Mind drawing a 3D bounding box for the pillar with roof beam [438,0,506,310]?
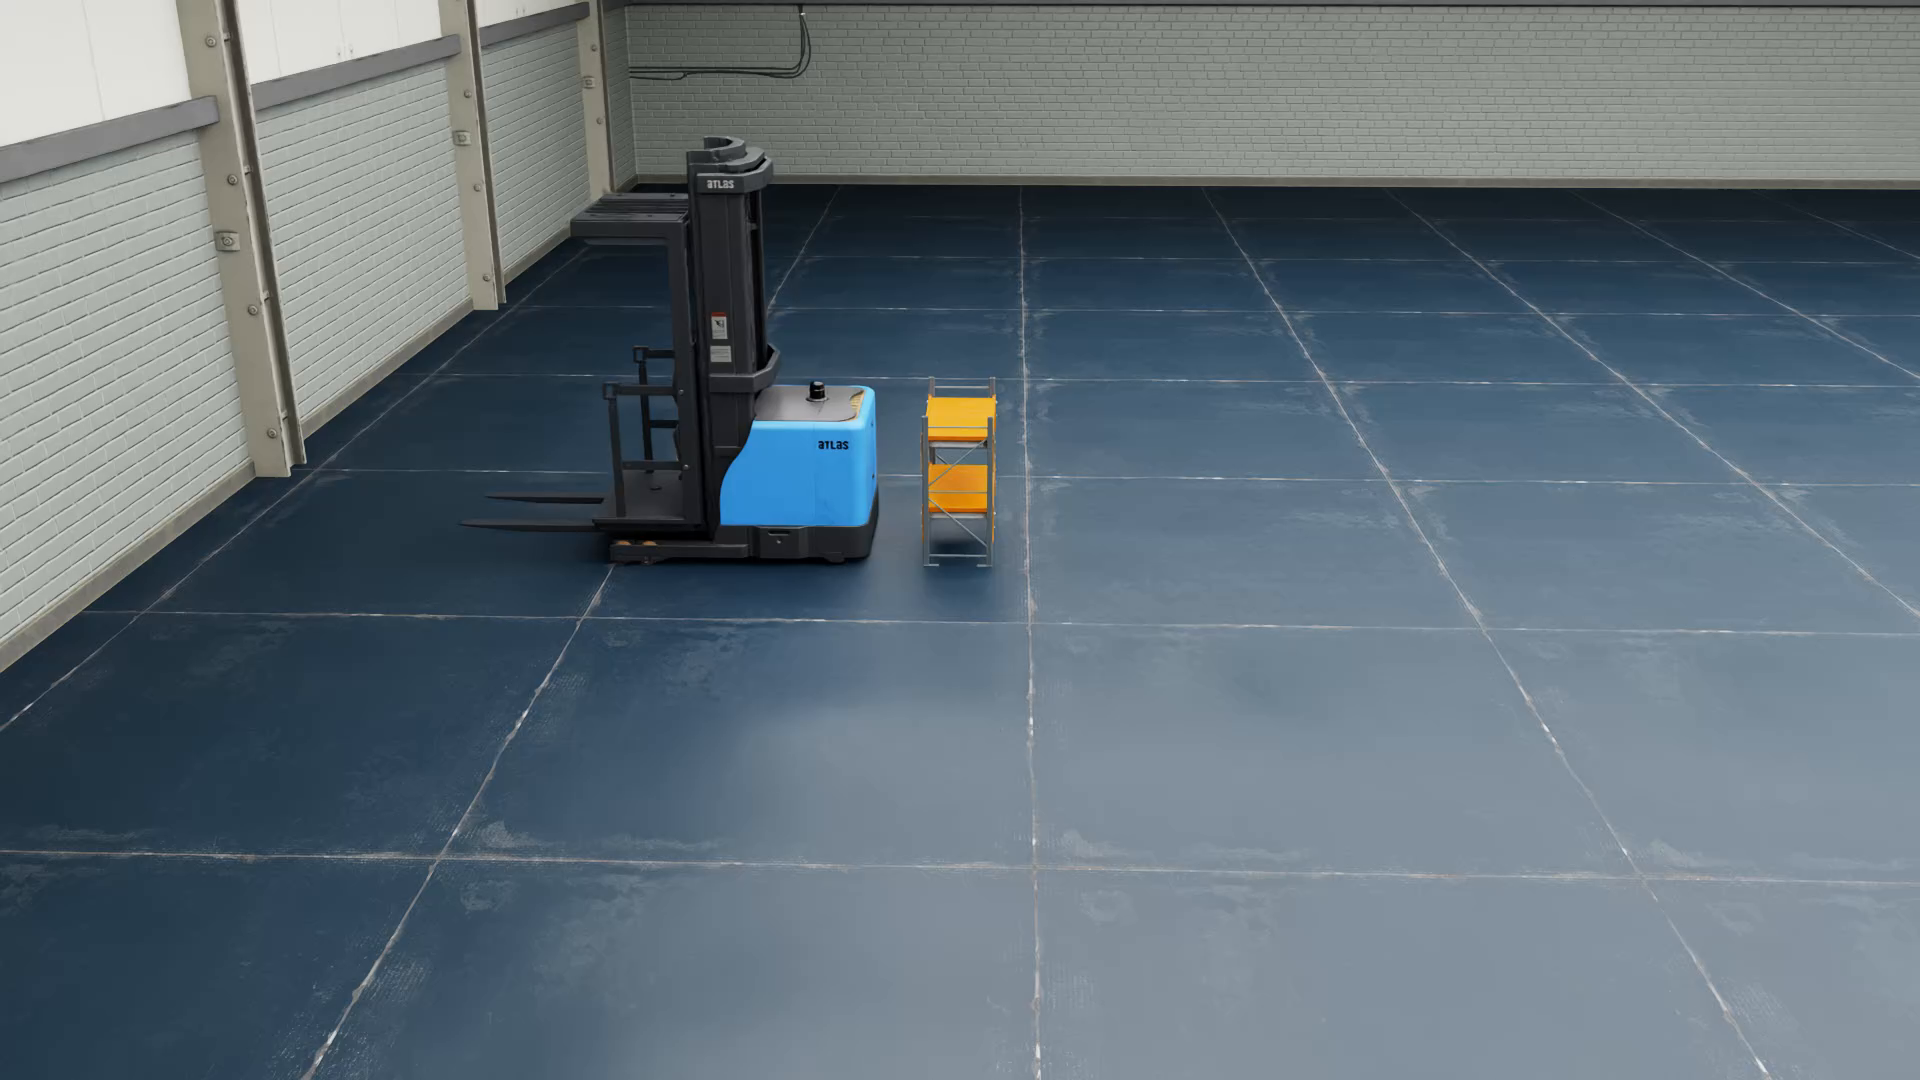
[{"bbox_3d":[-1.271,-6.916,17.914,9.100,9.000,0.400,1,21,2],"label":"pillar with roof beam"}]

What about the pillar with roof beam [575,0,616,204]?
[{"bbox_3d":[-1.089,-9.086,23.505,9.100,9.000,0.400,1,21,2],"label":"pillar with roof beam"}]

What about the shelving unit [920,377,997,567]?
[{"bbox_3d":[0.000,-0.522,12.319,0.538,1.125,1.048,1,21,2],"label":"shelving unit"}]

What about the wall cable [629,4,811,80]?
[{"bbox_3d":[-3.980,-8.736,26.896,3.097,2.526,0.112,1,21,2],"label":"wall cable"}]

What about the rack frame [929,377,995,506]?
[{"bbox_3d":[0.015,-0.706,12.793,0.500,1.125,0.032,1,21,2],"label":"rack frame"}]

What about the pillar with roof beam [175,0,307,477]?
[{"bbox_3d":[-1.454,-4.747,12.323,9.100,9.000,0.400,1,21,2],"label":"pillar with roof beam"}]

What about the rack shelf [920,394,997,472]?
[{"bbox_3d":[0.000,-0.795,12.213,0.538,0.278,1.000,1,21,2],"label":"rack shelf"}]

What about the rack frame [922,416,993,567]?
[{"bbox_3d":[-0.016,-0.338,11.845,0.500,1.125,0.032,1,21,2],"label":"rack frame"}]

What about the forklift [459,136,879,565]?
[{"bbox_3d":[-2.155,-1.377,12.027,3.031,2.935,1.130,1,21,2],"label":"forklift"}]

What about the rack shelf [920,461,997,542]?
[{"bbox_3d":[0.000,-0.294,12.408,0.538,0.278,1.000,1,21,2],"label":"rack shelf"}]
